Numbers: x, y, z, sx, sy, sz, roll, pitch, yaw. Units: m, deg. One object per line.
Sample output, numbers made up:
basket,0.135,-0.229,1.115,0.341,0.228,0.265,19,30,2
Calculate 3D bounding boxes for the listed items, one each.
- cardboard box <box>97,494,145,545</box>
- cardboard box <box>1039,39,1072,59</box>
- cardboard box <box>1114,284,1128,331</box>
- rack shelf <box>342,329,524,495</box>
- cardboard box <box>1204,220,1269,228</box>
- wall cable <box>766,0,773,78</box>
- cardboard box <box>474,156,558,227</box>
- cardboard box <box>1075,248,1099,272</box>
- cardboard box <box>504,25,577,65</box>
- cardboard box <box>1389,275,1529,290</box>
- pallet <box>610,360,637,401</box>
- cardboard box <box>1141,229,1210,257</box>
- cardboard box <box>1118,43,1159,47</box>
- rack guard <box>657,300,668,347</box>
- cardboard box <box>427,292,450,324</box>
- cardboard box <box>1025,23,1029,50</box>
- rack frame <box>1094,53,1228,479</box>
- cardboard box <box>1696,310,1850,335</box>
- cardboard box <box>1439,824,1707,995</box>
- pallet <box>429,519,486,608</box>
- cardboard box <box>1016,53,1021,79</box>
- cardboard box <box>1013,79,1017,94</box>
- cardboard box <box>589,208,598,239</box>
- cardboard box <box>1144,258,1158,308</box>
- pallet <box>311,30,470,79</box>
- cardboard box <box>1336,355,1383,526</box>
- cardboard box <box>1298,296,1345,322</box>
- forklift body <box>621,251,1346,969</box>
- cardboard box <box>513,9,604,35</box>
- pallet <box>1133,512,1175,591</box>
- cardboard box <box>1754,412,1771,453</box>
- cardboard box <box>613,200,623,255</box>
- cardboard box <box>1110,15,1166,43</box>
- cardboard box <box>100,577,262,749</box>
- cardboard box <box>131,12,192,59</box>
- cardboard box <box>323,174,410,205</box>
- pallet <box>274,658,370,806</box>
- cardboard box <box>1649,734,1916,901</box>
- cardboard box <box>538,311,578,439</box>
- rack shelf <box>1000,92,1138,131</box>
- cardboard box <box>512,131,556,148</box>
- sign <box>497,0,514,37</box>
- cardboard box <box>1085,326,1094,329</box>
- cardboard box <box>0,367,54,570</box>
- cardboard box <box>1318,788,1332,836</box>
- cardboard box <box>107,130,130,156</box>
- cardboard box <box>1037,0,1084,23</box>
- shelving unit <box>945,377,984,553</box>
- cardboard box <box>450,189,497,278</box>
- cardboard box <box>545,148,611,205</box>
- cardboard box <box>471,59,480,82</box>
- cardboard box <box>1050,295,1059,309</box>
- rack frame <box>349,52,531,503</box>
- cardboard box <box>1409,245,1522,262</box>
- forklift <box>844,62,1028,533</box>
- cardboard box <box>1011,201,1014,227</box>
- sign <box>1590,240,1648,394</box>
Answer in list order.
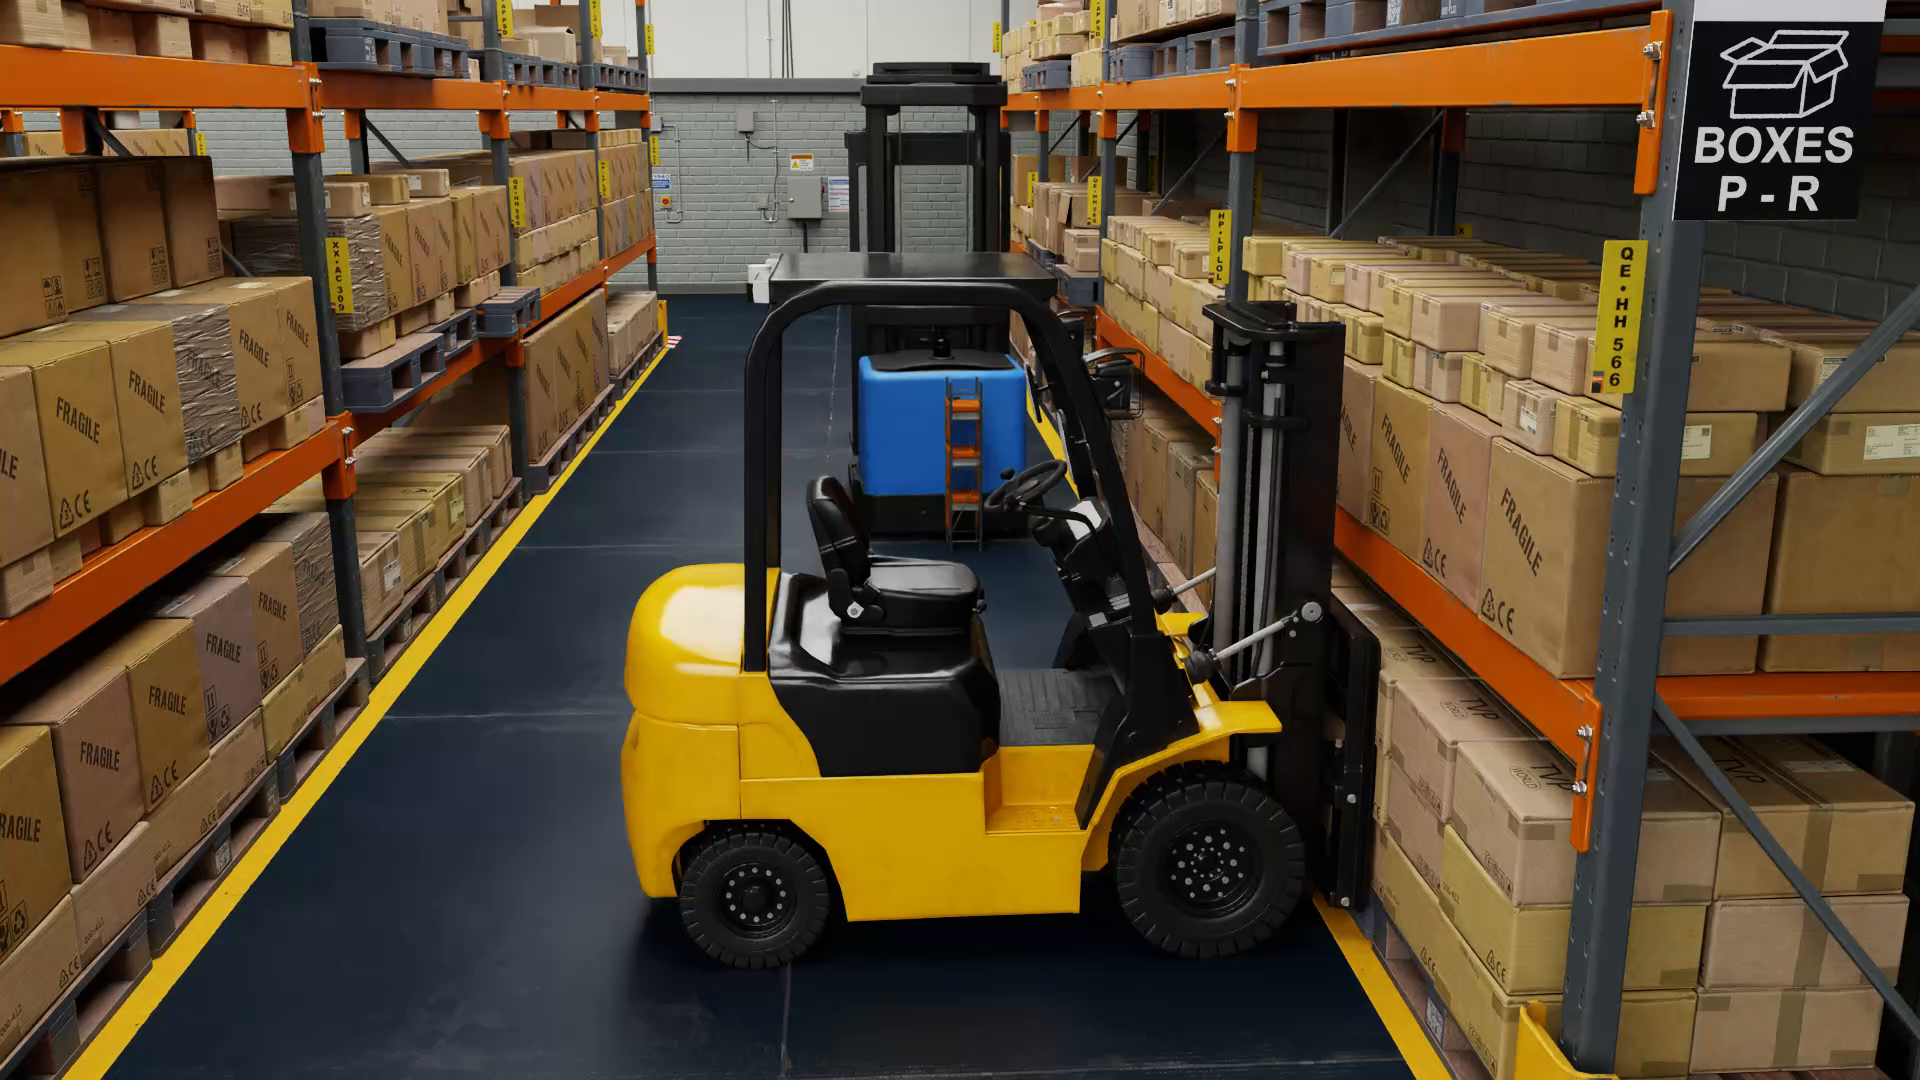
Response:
cardboard box,-2.862,-0.081,5.326,0.380,0.149,0.250,-1,14,-5
cardboard box,0.857,-4.101,13.885,0.380,0.149,0.250,-1,14,-3
cardboard box,1.268,-1.482,10.568,0.500,0.250,0.500,-1,14,-5
rack shelf,-3.372,-0.871,9.334,1.077,0.370,4.000,-1,14,-3
cardboard box,1.763,-1.950,10.583,0.380,0.149,0.250,-1,14,-3
wall cable,-3.874,-8.033,23.687,2.355,3.000,0.029,-1,14,-3
cardboard box,-3.339,-2.628,12.512,0.500,0.500,0.500,0,14,-2
cardboard box,1.035,-2.033,12.070,0.380,0.149,0.250,-1,14,-2
cardboard box,-3.479,-4.108,13.790,0.500,0.311,0.500,-1,14,-3
cardboard box,1.621,-0.778,5.432,0.380,0.149,0.250,-1,14,-3
pallet,-3.712,-1.551,16.131,1.003,0.211,1.213,-1,14,-3
cardboard box,1.275,-1.752,9.813,0.380,0.149,0.250,-1,14,-2
cardboard box,1.196,-3.452,11.403,0.380,0.149,0.250,-1,14,-2
rack guard,-3.993,-2.501,19.245,1.175,0.500,0.348,-1,14,-3
cardboard box,-3.020,-1.270,9.105,0.380,0.149,0.250,0,14,-1
cardboard box,0.899,-4.803,15.854,0.500,0.250,0.500,-1,14,-4
rack frame,1.458,-1.794,11.479,1.000,3.000,0.127,-1,14,-3
cardboard box,2.133,-0.529,4.463,0.380,0.149,0.250,-1,14,-2
cardboard box,1.612,0.966,4.426,0.500,0.250,0.500,-1,14,-4
pallet,-3.376,0.131,9.593,1.003,0.211,1.213,-1,14,-3
cardboard box,0.844,-4.811,16.890,0.500,0.250,0.500,-1,14,-4
cardboard box,0.748,-4.649,17.060,0.380,0.149,0.250,-1,14,-3
cardboard box,-3.473,-2.775,14.589,0.500,0.250,0.500,-1,14,-3
cardboard box,1.343,-1.468,9.509,0.500,0.250,0.500,-1,14,-3
pallet,-3.247,-2.496,8.566,1.213,0.211,1.003,-1,14,-3
cardboard box,1.564,-0.353,5.676,0.500,0.500,0.500,-1,14,-3
cardboard box,1.481,-0.822,6.198,0.380,0.149,0.250,-1,14,-4
forklift body,0.016,0.163,5.575,2.313,2.155,1.214,-1,14,-3
cardboard box,-3.859,-4.801,15.894,0.797,0.503,0.637,0,14,1
pallet,1.543,0.065,9.852,1.003,0.211,1.213,-1,14,-3
cardboard box,2.113,-0.316,4.231,0.380,0.149,0.250,-1,14,-3
cardboard box,-3.538,-3.006,15.987,0.500,0.500,0.500,-1,14,-3
cardboard box,1.177,-3.294,10.714,0.380,0.166,0.250,-1,14,-4
cardboard box,-2.877,0.440,5.968,0.500,0.500,0.500,0,14,0
cardboard box,-2.874,-1.723,5.686,0.380,0.149,0.250,0,14,-2
cardboard box,-3.094,-1.823,8.648,0.380,0.149,0.250,0,14,0
pallet,-3.171,0.795,7.012,1.003,0.211,1.213,-1,14,-3
cardboard box,2.113,0.717,4.388,0.500,0.250,0.500,-1,14,-4
cardboard box,-3.506,-1.286,12.925,0.875,0.875,0.875,-1,14,-3
rack shelf,1.087,-4.390,16.994,1.077,0.370,4.000,-1,14,-3
cardboard box,-3.994,-3.759,15.608,0.380,0.149,0.250,-1,14,-3
sign,-2.954,-3.427,10.770,0.100,0.325,0.005,-1,14,-3
cardboard box,1.098,-1.740,14.143,0.380,0.149,0.250,-1,14,-4
cardboard box,-2.788,-0.170,4.370,0.500,0.500,0.500,0,14,-2
cardboard box,1.512,0.835,5.938,0.500,0.250,0.500,0,14,-2
cardboard box,-8.540,-3.784,16.411,0.500,0.500,0.500,-1,14,-5
cardboard box,0.881,-4.636,14.537,0.396,0.266,0.258,-1,14,-4
shelving unit,0.024,-0.462,10.214,0.215,1.050,0.252,-1,14,-6
cardboard box,-3.147,-1.875,10.154,0.500,0.500,0.500,-1,14,-4
cardboard box,-3.531,-3.366,15.382,0.500,0.500,0.500,-1,14,-3
cardboard box,-3.266,-2.972,10.543,0.380,0.149,0.250,-1,14,-3
cardboard box,1.028,-2.147,15.128,0.380,0.149,0.250,-1,14,-4
rack frame,-3.496,-1.716,11.178,1.000,3.000,0.127,-1,14,-3
cardboard box,2.032,-1.102,6.692,0.380,0.149,0.250,-1,14,-4
forklift,-0.228,-1.779,11.559,1.130,2.935,3.031,-1,14,-6
cardboard box,0.788,-3.487,17.762,0.500,0.250,0.500,-1,14,-4
sign,1.412,-0.475,3.553,0.100,0.325,0.005,-1,14,-3
